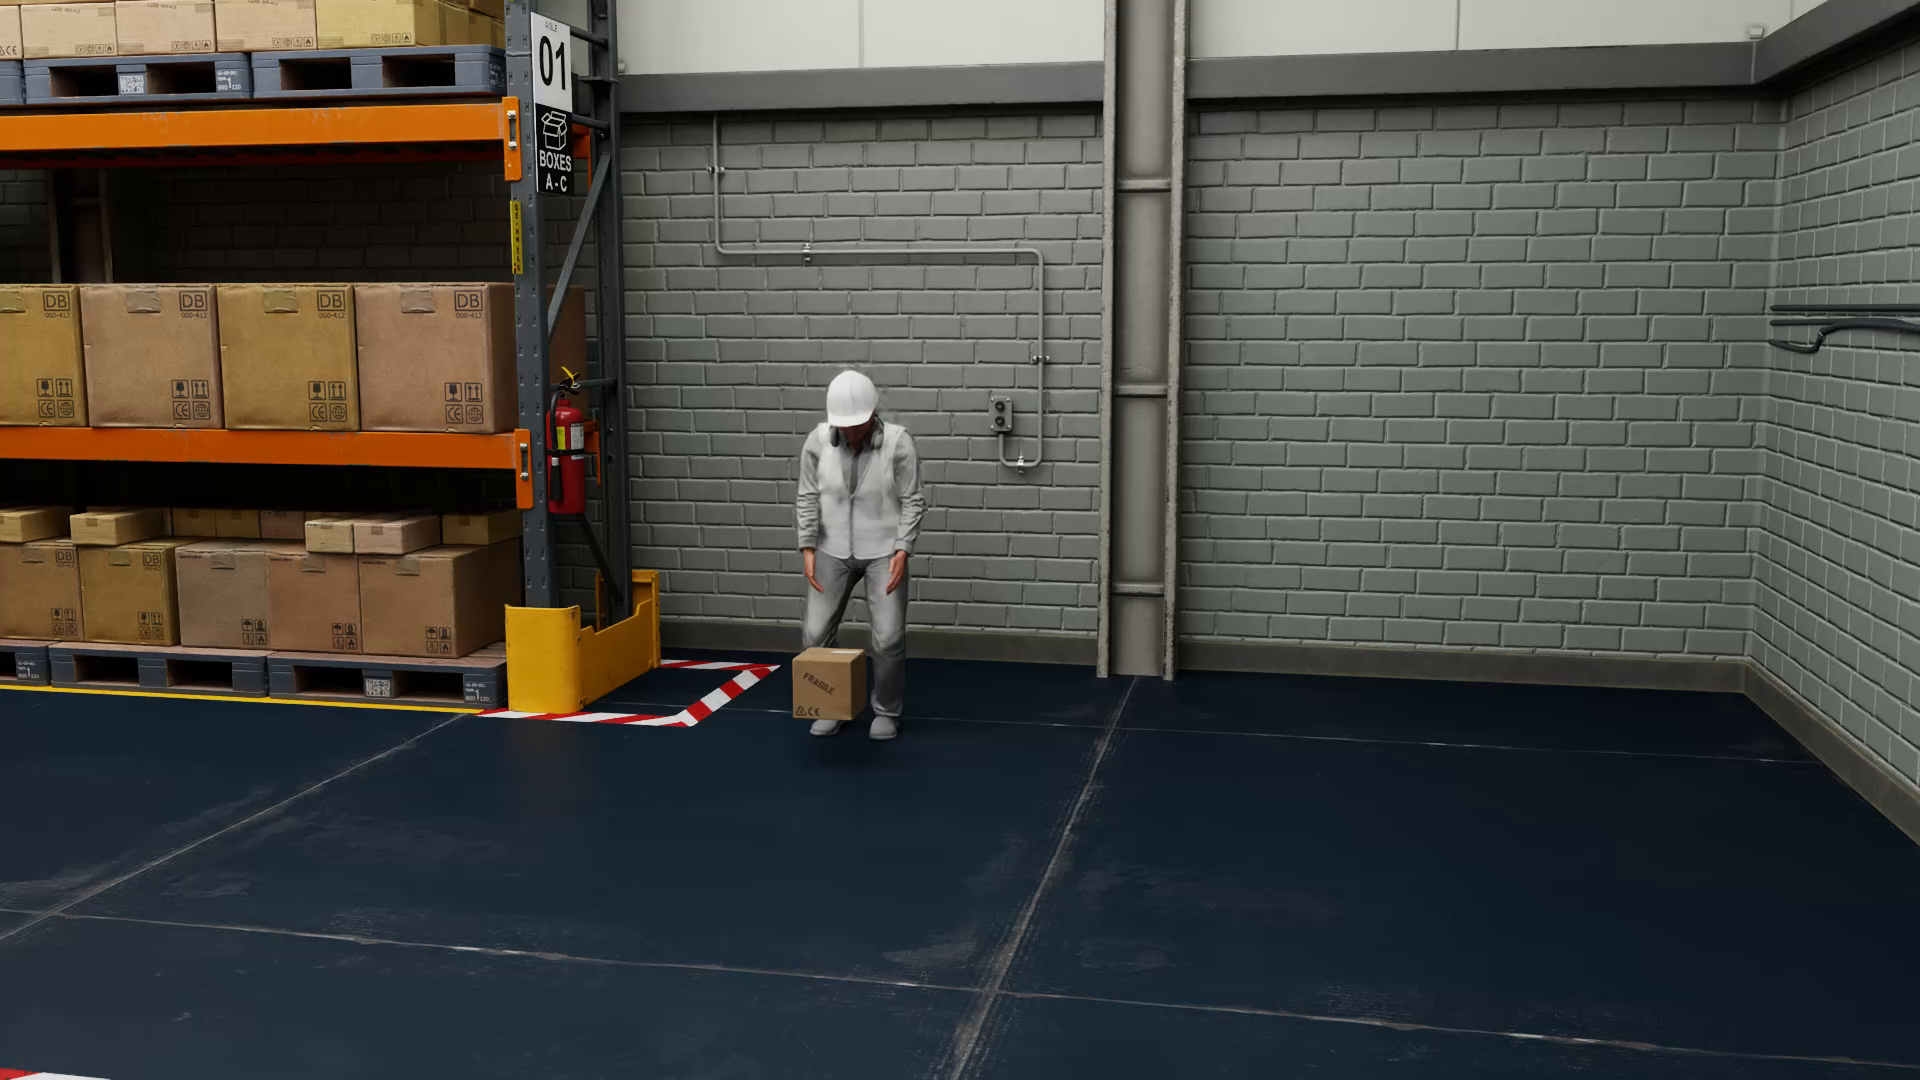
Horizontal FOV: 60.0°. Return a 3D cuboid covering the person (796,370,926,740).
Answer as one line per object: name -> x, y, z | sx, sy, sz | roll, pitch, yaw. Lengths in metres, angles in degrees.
person -> -0.430, 0.063, 7.325 | 0.581, 1.628, 0.604 | 2, 8, 12
